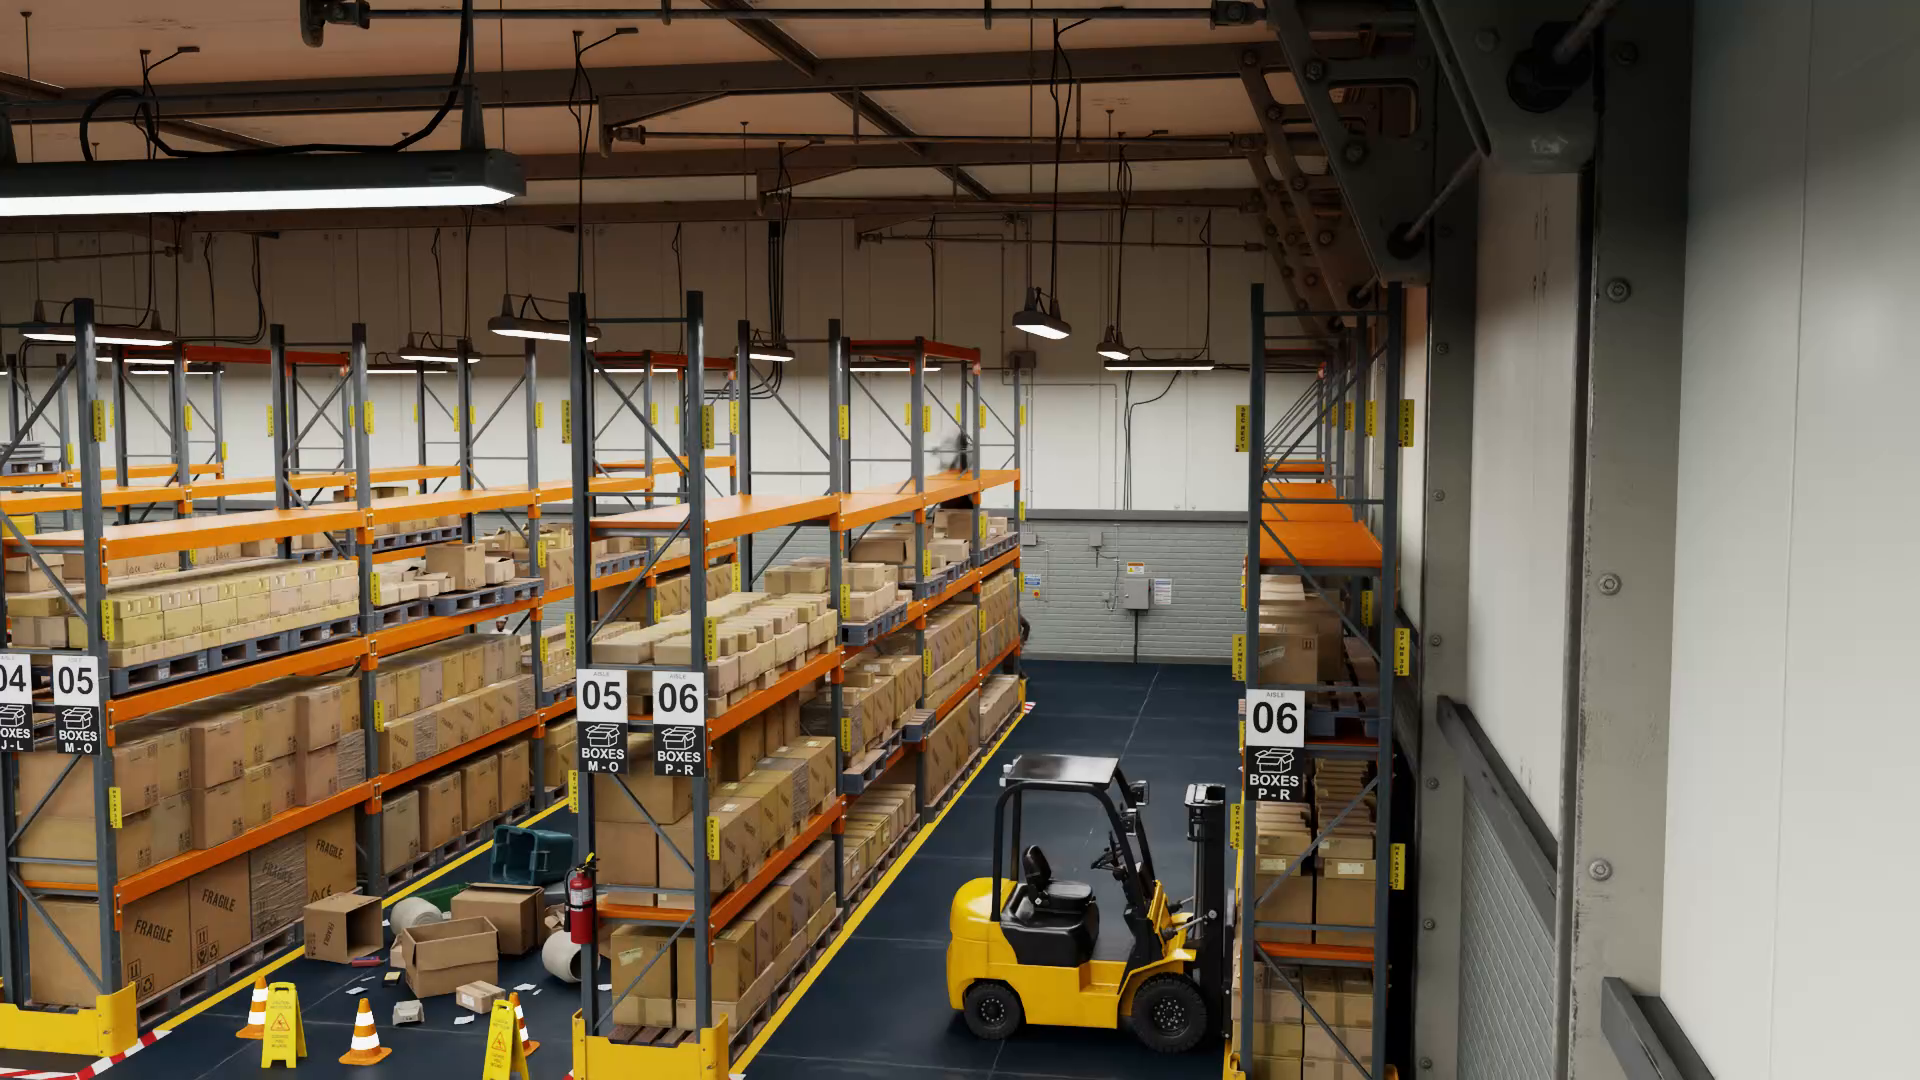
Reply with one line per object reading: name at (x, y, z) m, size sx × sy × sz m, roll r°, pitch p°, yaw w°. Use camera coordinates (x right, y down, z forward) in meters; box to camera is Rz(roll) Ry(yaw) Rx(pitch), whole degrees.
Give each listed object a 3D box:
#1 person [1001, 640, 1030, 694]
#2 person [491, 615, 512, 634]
person at (0.892, 1.935, 29.593) m, size 0.597 × 1.717 × 0.793 m, roll 2°, pitch 5°, yaw 28°
person at (-7.773, 2.073, 28.052) m, size 0.565 × 1.663 × 0.588 m, roll 0°, pitch 5°, yaw -3°
